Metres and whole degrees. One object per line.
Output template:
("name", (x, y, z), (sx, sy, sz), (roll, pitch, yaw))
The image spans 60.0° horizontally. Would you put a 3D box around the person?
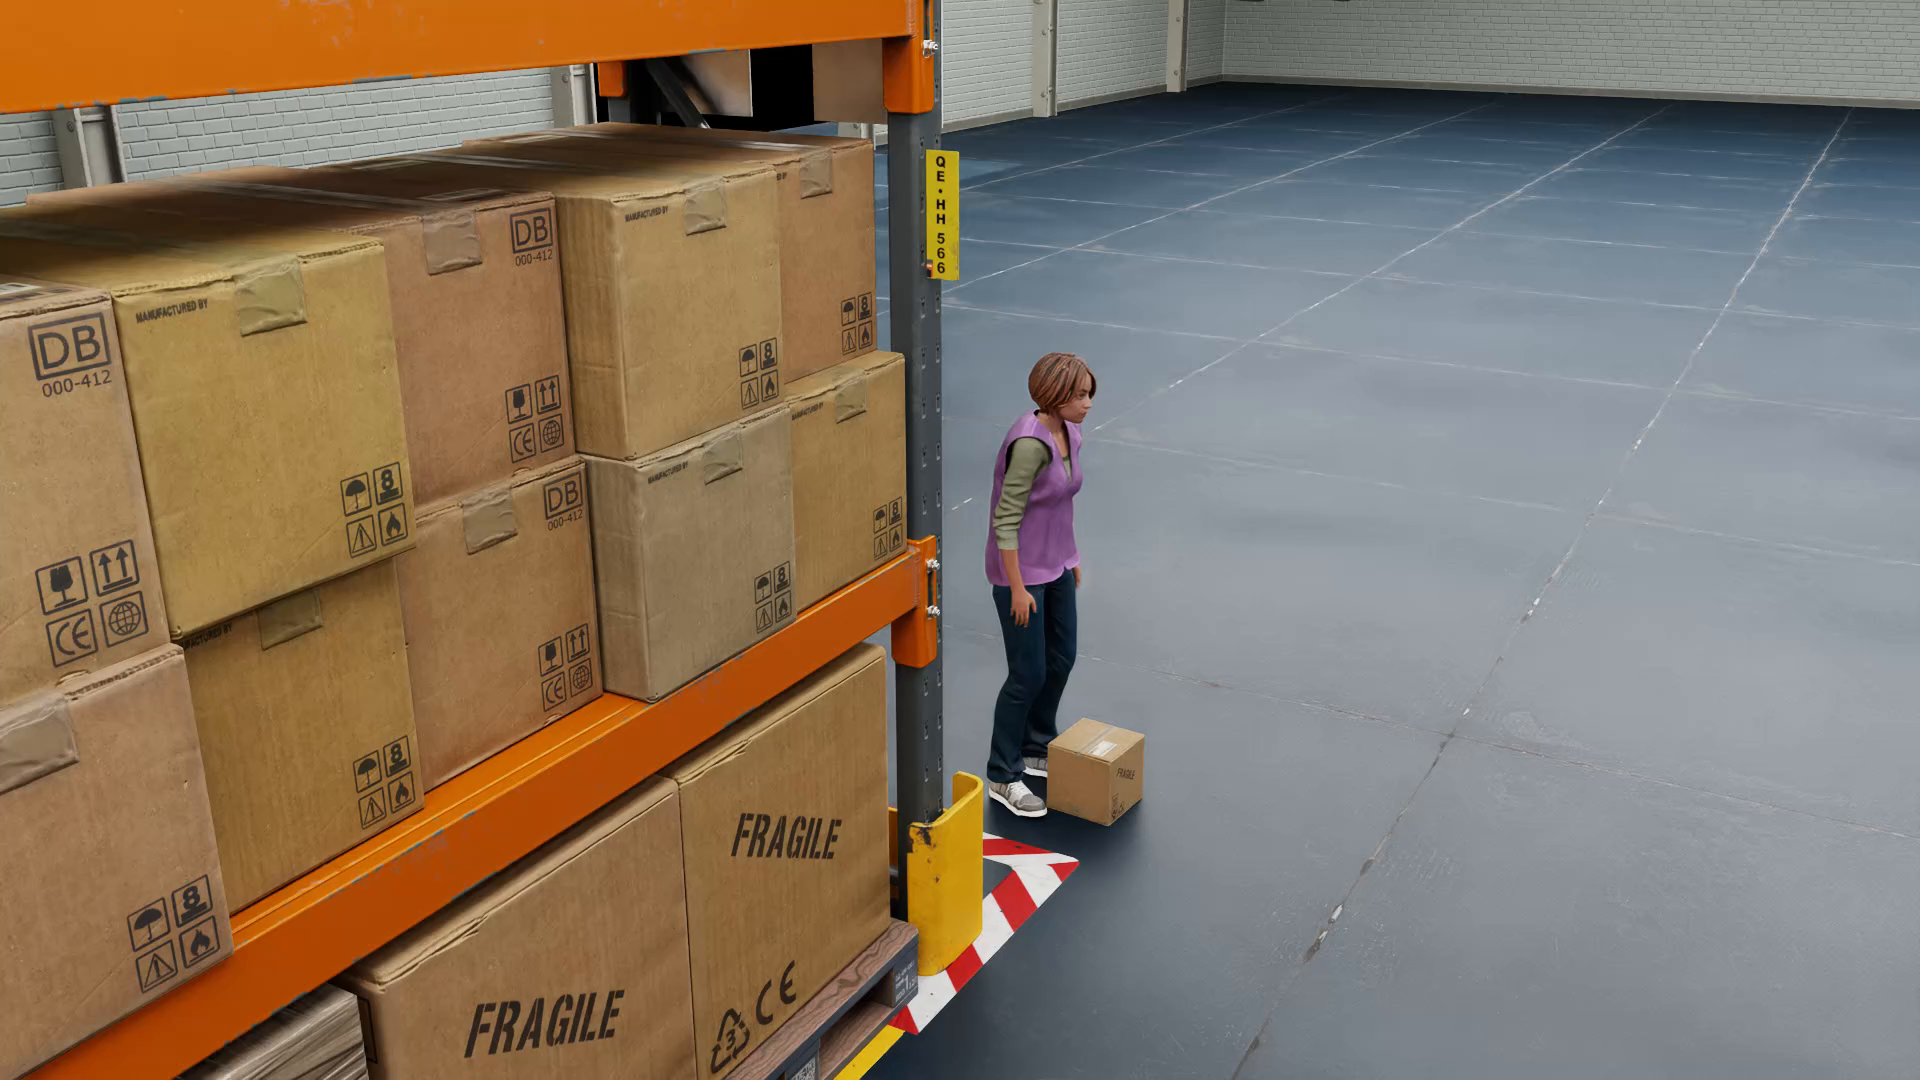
("person", (0.271, 0.131, 5.720), (0.344, 1.593, 0.485), (12, 23, 29))
